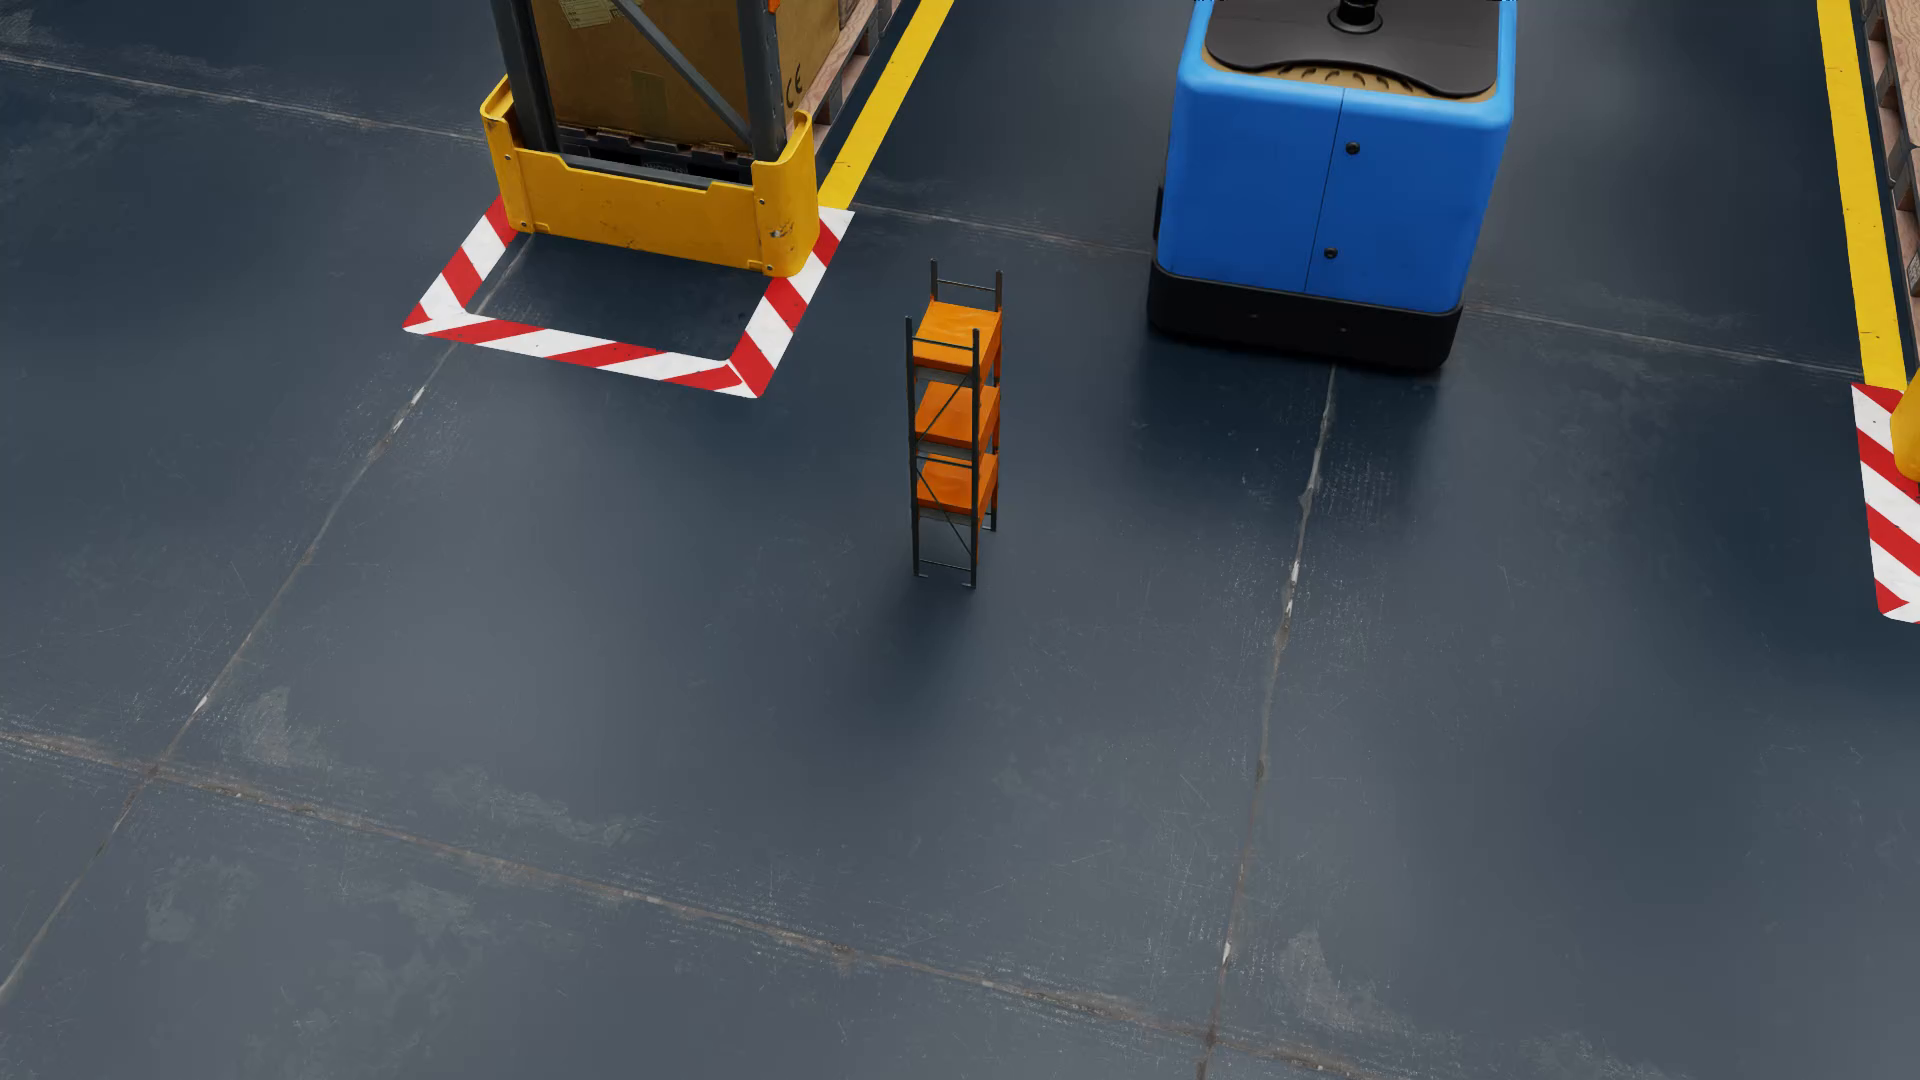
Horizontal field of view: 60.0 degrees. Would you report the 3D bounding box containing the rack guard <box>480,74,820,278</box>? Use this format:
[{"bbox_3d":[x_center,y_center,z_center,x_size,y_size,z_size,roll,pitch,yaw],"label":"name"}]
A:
[{"bbox_3d":[-1.121,-1.354,6.111,1.175,0.500,0.348,12,50,10],"label":"rack guard"}]

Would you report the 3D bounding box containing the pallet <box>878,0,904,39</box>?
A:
[{"bbox_3d":[-0.657,-2.749,7.536,1.003,0.211,1.213,12,50,10],"label":"pallet"}]

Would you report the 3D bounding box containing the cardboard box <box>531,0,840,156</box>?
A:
[{"bbox_3d":[-1.024,-2.113,6.251,0.875,0.875,0.875,12,50,10],"label":"cardboard box"}]

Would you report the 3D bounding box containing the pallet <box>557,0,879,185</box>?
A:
[{"bbox_3d":[-0.980,-1.869,6.759,1.003,0.211,1.213,12,50,10],"label":"pallet"}]

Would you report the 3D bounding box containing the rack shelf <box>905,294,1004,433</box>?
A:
[{"bbox_3d":[-0.014,-0.489,4.617,0.215,0.259,0.240,12,50,10],"label":"rack shelf"}]

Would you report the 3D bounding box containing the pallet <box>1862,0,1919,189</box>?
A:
[{"bbox_3d":[4.241,-1.767,6.669,1.003,0.211,1.213,12,50,10],"label":"pallet"}]

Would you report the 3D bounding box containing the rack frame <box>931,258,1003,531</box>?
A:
[{"bbox_3d":[0.018,-0.397,4.900,0.200,1.050,0.008,12,50,10],"label":"rack frame"}]

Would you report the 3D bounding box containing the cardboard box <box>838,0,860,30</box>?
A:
[{"bbox_3d":[-0.784,-2.771,6.832,0.875,0.875,0.875,12,50,10],"label":"cardboard box"}]

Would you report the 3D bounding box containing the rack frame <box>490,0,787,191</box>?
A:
[{"bbox_3d":[-1.115,-2.198,5.190,1.000,3.000,0.127,12,50,10],"label":"rack frame"}]

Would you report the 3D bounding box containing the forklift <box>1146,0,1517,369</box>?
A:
[{"bbox_3d":[1.494,-2.683,5.663,1.130,2.935,3.031,10,49,9],"label":"forklift"}]

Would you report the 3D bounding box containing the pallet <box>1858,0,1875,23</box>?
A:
[{"bbox_3d":[4.560,-2.652,7.450,1.003,0.211,1.213,12,50,10],"label":"pallet"}]

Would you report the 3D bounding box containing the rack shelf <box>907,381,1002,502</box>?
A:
[{"bbox_3d":[-0.014,-0.302,4.830,0.215,0.259,0.240,12,50,10],"label":"rack shelf"}]

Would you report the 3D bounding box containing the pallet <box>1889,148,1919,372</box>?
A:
[{"bbox_3d":[3.918,-0.887,5.892,1.003,0.211,1.213,12,50,10],"label":"pallet"}]

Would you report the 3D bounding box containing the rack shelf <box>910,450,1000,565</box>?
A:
[{"bbox_3d":[-0.014,-0.118,5.039,0.215,0.259,0.240,12,50,10],"label":"rack shelf"}]

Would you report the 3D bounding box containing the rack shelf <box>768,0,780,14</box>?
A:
[{"bbox_3d":[-0.589,-3.407,6.736,1.077,0.370,4.000,12,50,10],"label":"rack shelf"}]

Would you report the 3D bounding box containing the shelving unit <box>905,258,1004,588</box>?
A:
[{"bbox_3d":[-0.014,-0.309,4.822,0.215,1.050,0.252,12,50,10],"label":"shelving unit"}]

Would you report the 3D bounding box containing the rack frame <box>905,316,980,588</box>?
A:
[{"bbox_3d":[-0.046,-0.220,4.744,0.200,1.050,0.008,12,50,10],"label":"rack frame"}]

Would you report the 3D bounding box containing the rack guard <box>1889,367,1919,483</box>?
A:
[{"bbox_3d":[3.670,-0.374,5.247,1.175,0.500,0.348,12,50,10],"label":"rack guard"}]
